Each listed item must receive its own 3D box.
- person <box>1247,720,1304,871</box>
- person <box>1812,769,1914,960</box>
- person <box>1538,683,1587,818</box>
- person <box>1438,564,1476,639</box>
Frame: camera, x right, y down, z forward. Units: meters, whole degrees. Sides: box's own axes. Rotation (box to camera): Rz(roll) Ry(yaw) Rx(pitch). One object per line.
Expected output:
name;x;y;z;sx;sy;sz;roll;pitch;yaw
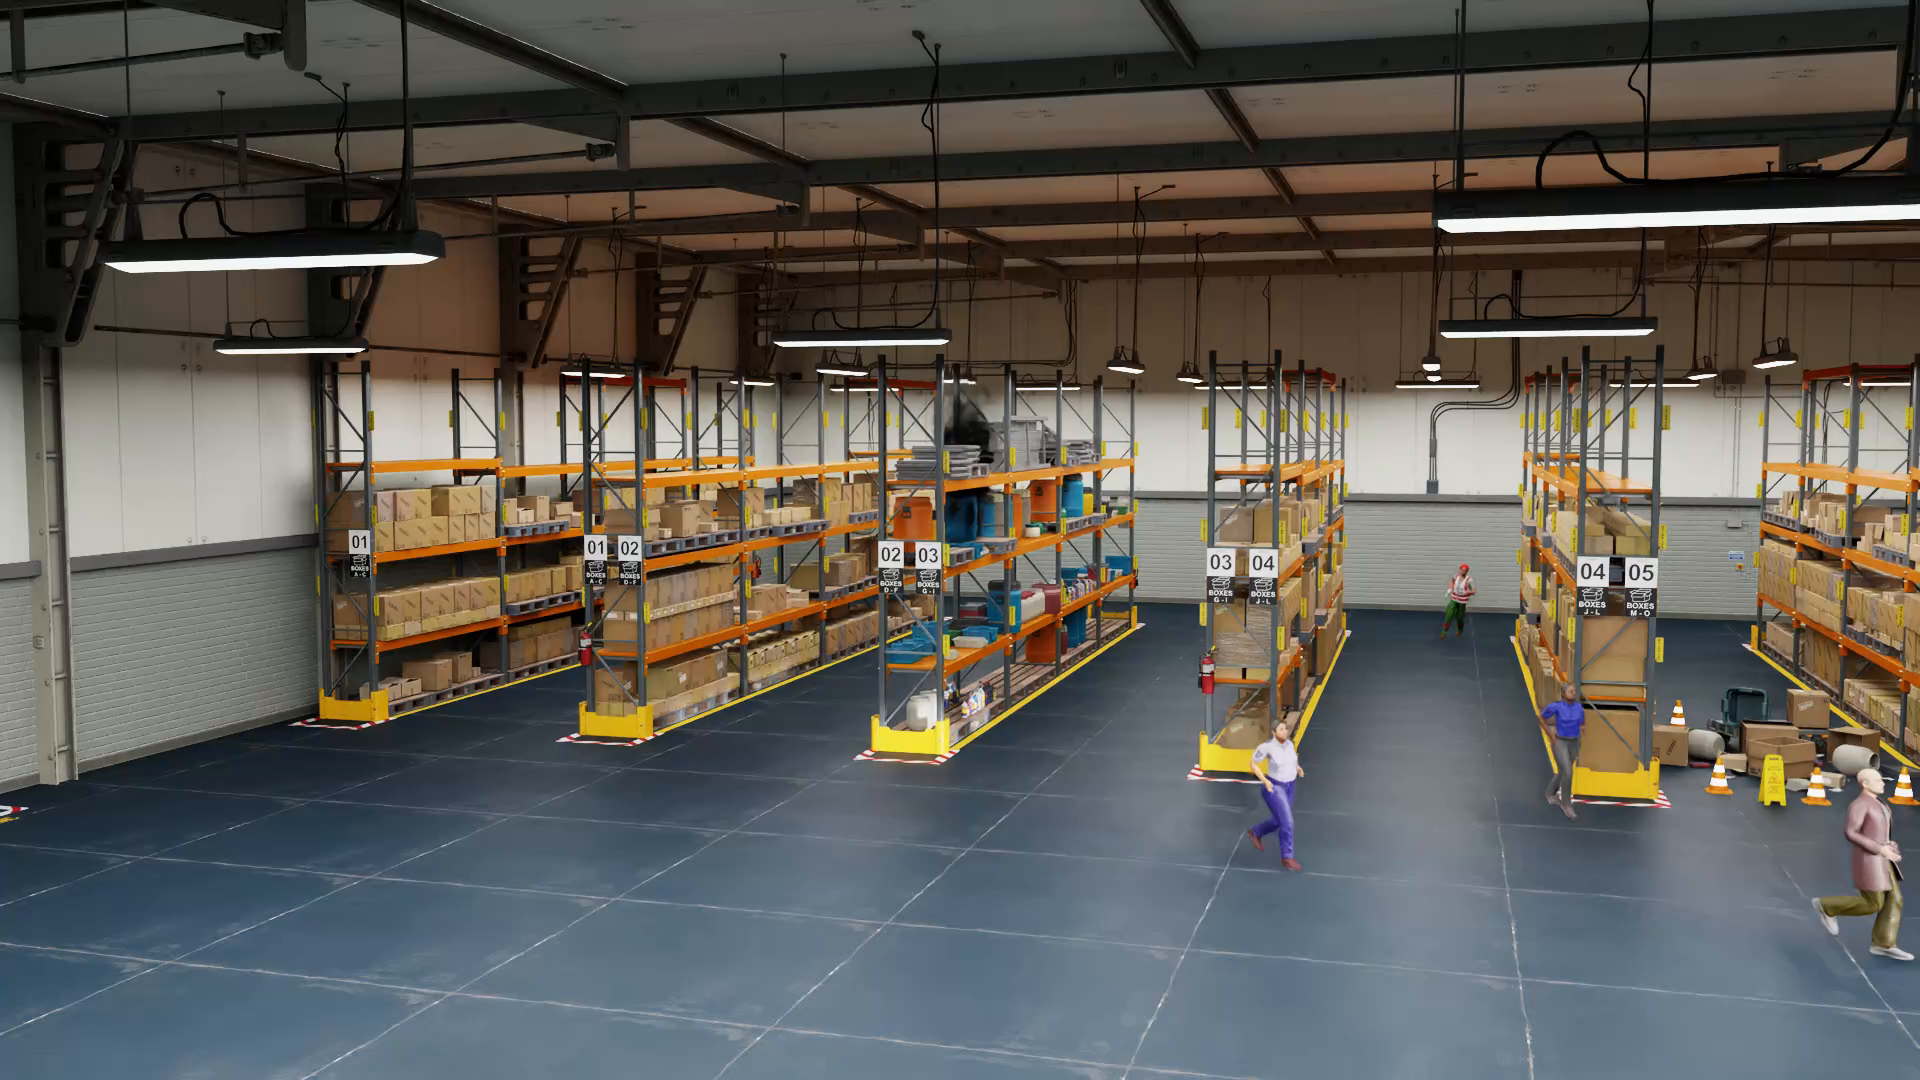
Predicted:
person;3.590;2.849;18.846;0.598;1.657;0.831;-3;5;-39
person;8.531;3.013;15.636;0.708;1.748;0.875;-4;6;-42
person;7.745;2.666;21.293;0.570;1.694;0.720;-1;4;-18
person;11.373;1.384;37.790;0.711;1.711;1.045;3;5;36
